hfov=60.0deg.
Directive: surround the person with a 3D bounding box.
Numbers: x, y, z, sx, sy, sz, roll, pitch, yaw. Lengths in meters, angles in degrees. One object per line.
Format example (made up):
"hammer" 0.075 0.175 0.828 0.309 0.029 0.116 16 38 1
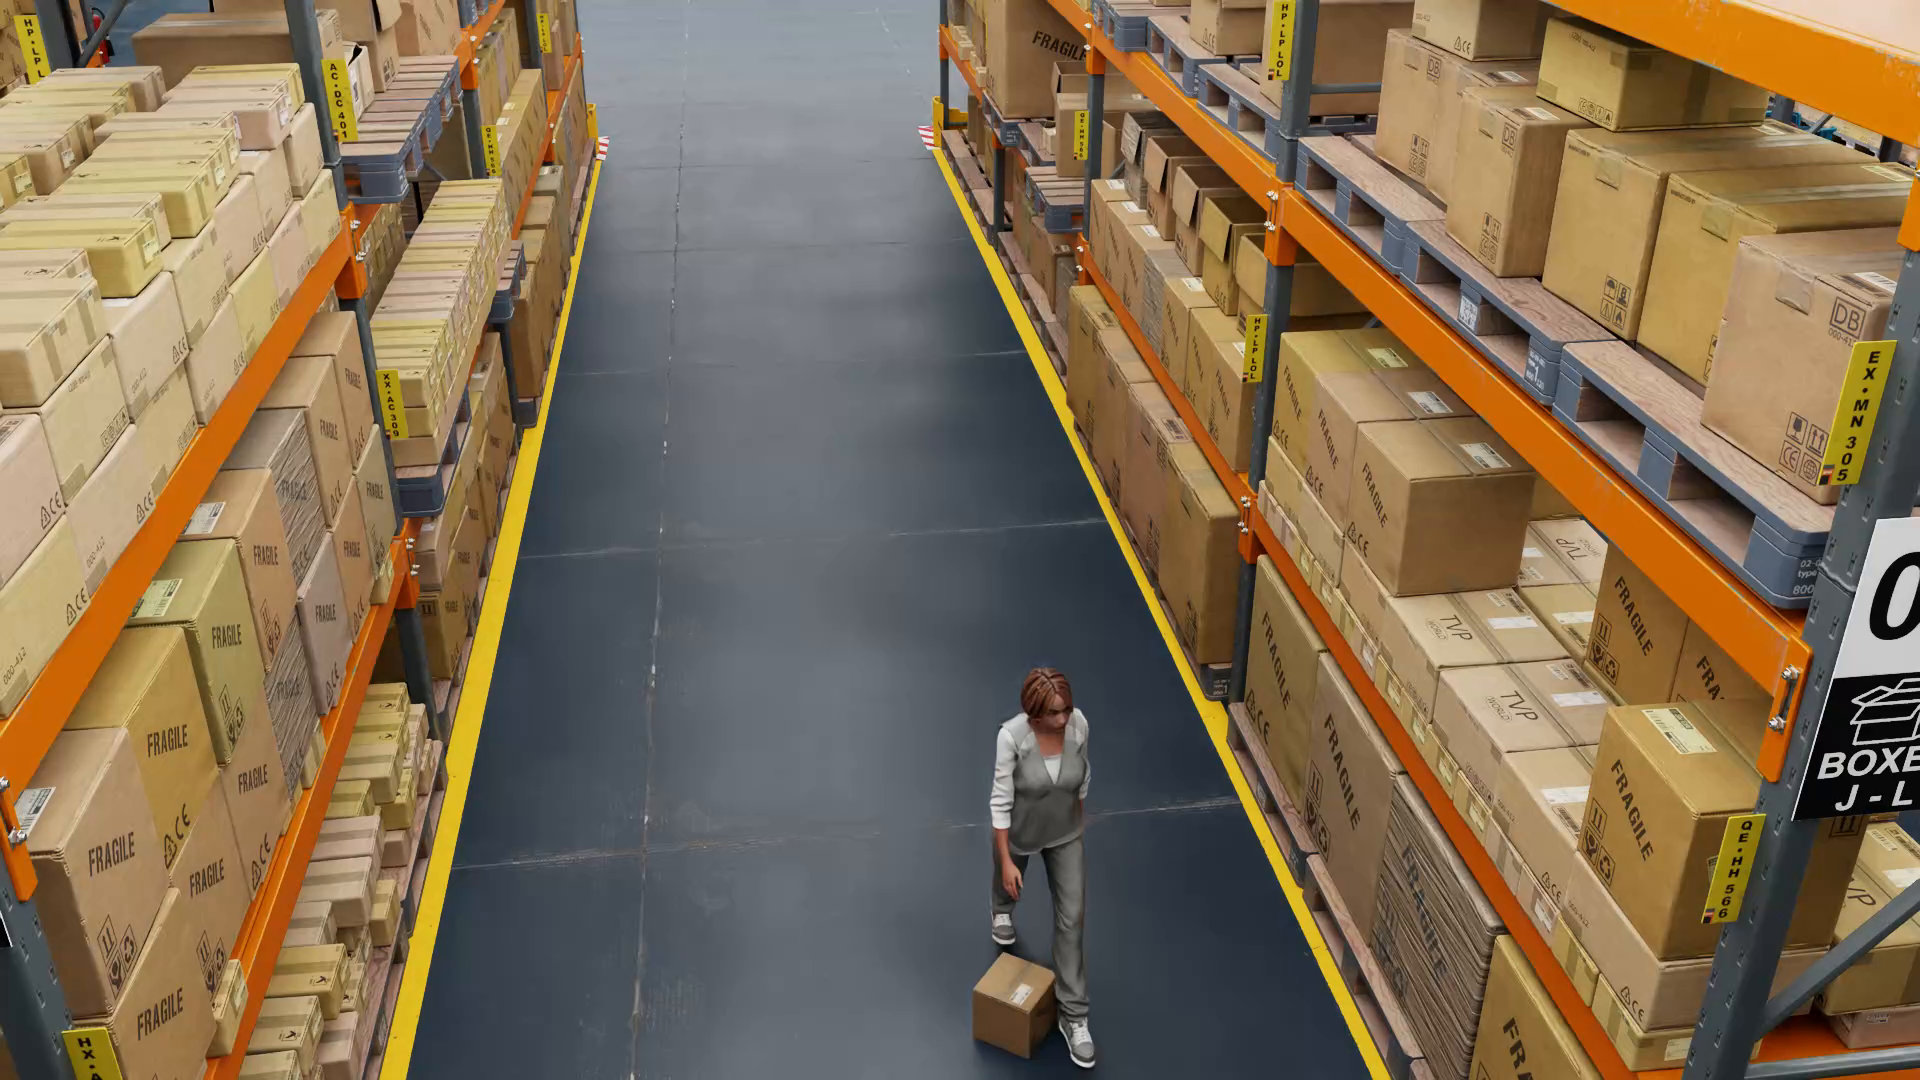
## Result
"person" 0.314 1.142 6.429 0.431 1.536 0.984 -5 28 -10
